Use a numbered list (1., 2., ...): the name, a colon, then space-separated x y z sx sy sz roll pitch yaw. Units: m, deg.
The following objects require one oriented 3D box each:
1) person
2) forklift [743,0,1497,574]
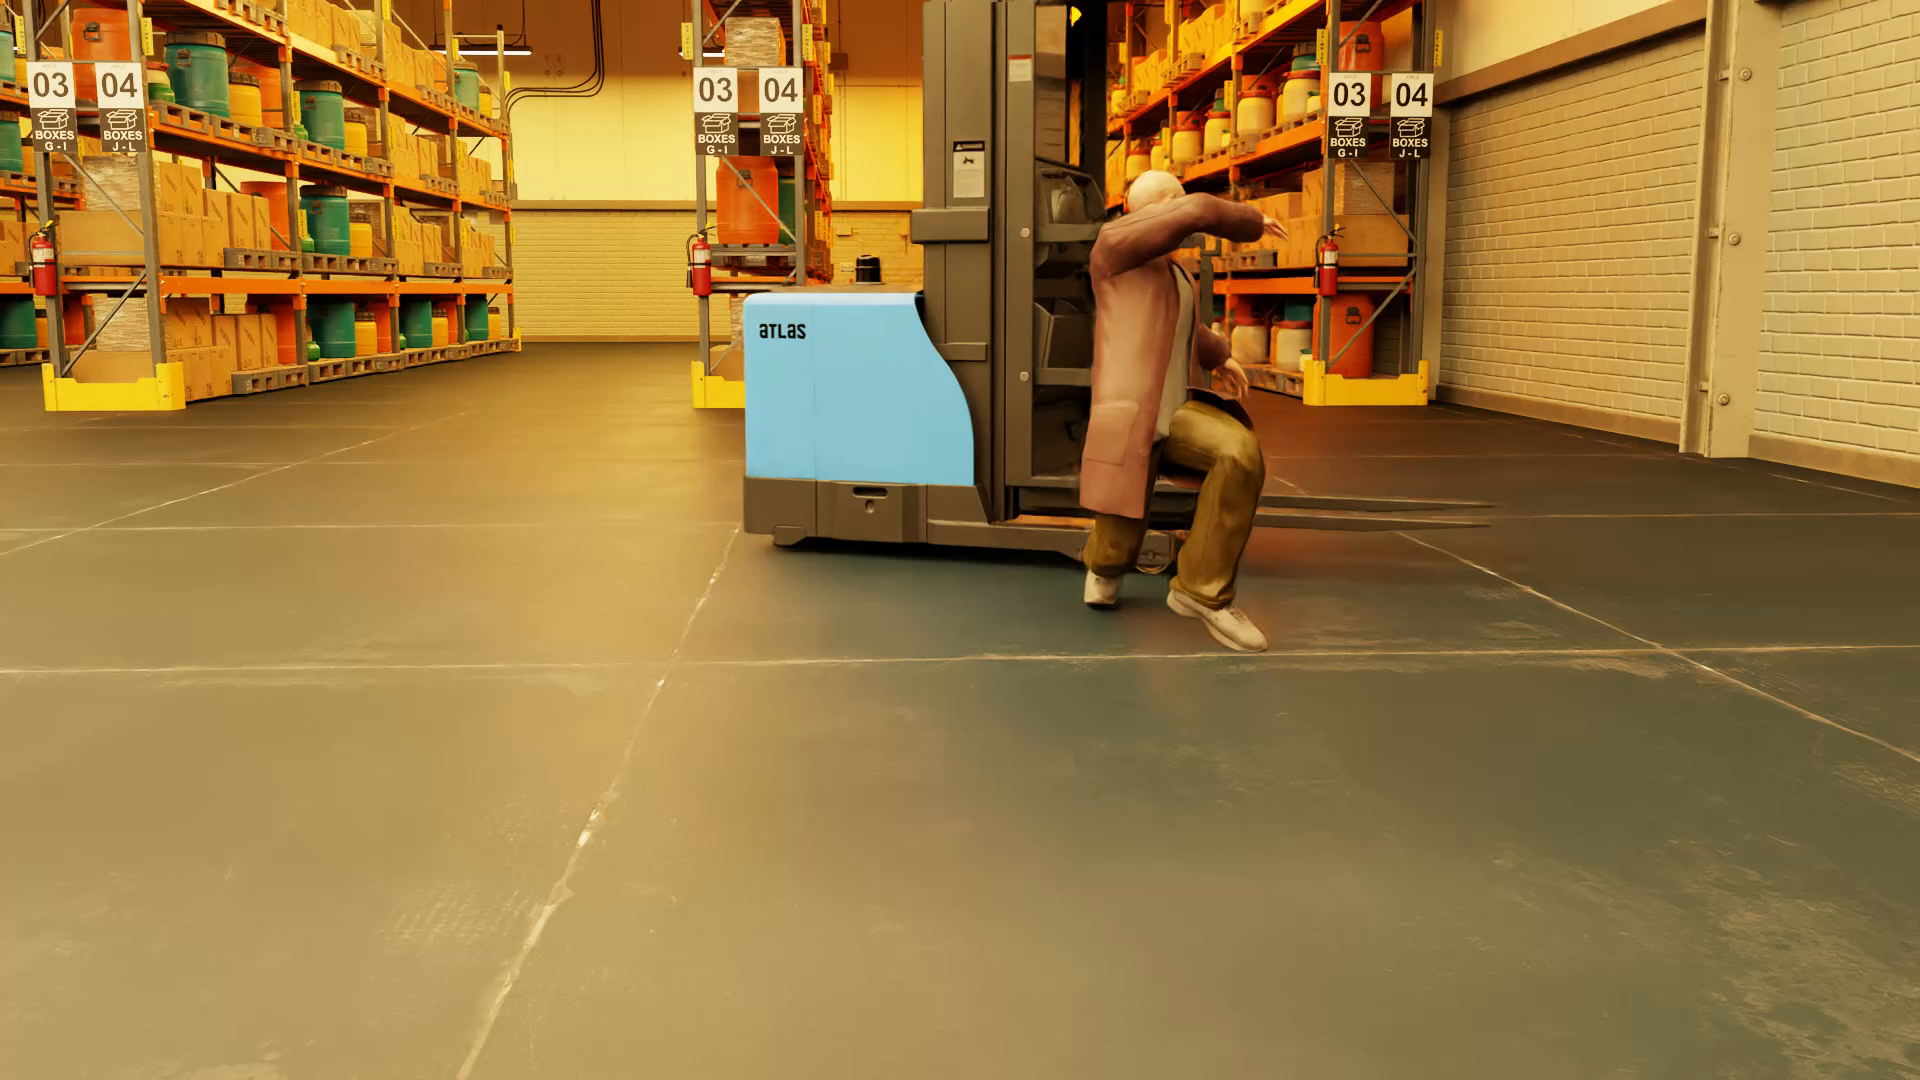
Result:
1. person: 0.811 -0.463 5.444 0.958 1.478 1.052 -5 10 -30
2. forklift: 0.653 -1.406 6.797 3.031 2.935 1.130 3 9 20
